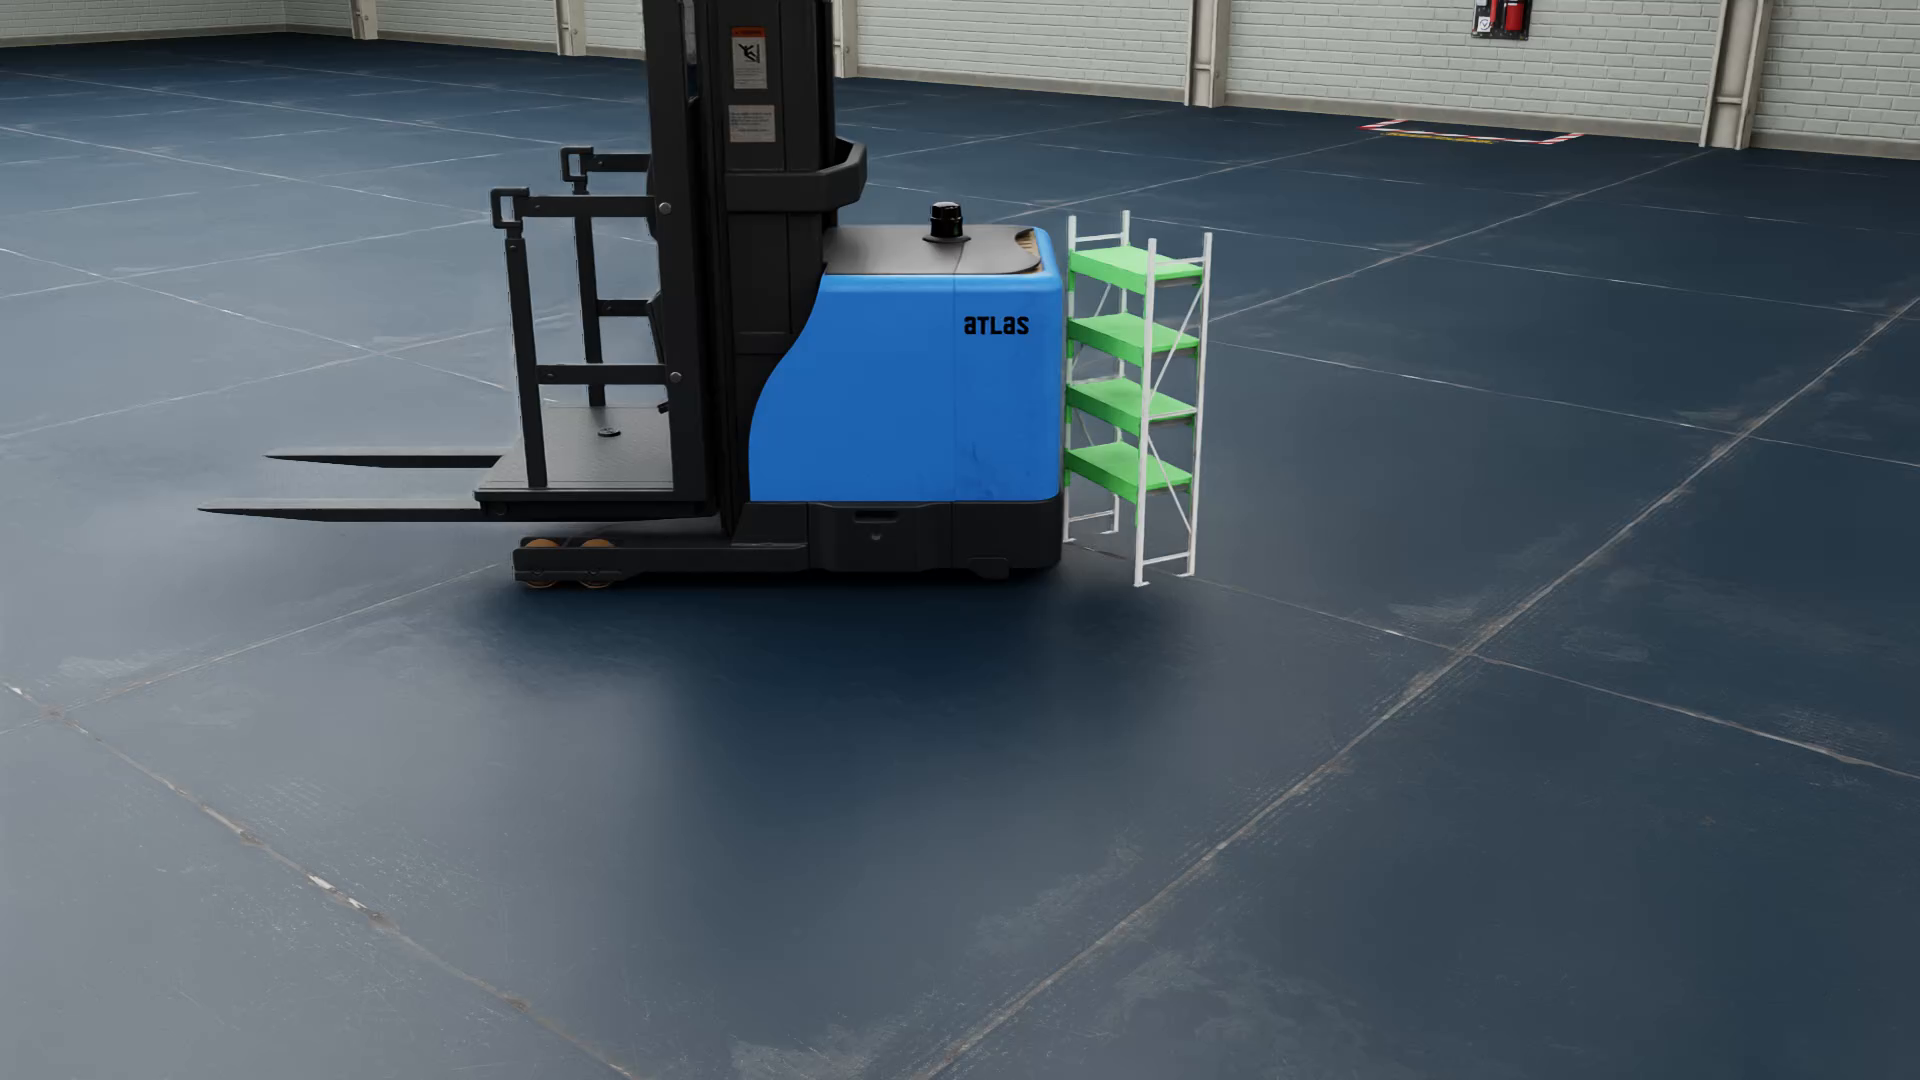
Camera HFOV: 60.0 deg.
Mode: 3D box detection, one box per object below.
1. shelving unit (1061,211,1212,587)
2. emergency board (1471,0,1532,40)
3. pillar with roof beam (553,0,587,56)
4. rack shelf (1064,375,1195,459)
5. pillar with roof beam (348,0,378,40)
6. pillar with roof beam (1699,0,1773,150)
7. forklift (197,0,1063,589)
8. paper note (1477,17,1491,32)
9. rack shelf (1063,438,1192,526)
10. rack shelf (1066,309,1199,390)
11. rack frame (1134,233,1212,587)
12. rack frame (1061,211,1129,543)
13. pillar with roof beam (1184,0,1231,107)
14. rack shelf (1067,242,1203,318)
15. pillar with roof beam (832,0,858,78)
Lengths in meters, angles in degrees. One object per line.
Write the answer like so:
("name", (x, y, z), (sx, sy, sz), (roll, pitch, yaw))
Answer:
("shelving unit", (0.598, -0.496, 5.782), (0.258, 1.200, 0.503), (-11, 23, -26))
("emergency board", (5.718, -5.884, 17.519), (0.643, 1.169, 0.194), (16, 26, 36))
("pillar with roof beam", (-9.059, -10.968, 22.500), (0.400, 9.000, 9.100), (16, 26, 36))
("rack shelf", (0.598, -0.436, 5.804), (0.258, 0.148, 0.480), (-11, 23, -26))
("pillar with roof beam", (-13.707, -12.307, 26.049), (0.400, 9.000, 9.100), (16, 26, 36))
("pillar with roof beam", (4.886, -6.952, 11.850), (0.400, 9.000, 9.100), (16, 26, 36))
("forklift", (-1.163, -1.391, 5.703), (3.031, 2.935, 1.130), (0, 21, 0))
("paper note", (5.624, -5.530, 17.829), (0.142, 0.148, 0.016), (16, 26, 36))
("rack shelf", (0.598, -0.211, 5.889), (0.258, 0.148, 0.480), (-11, 23, -26))
("rack shelf", (0.598, -0.660, 5.720), (0.258, 0.148, 0.480), (-11, 23, -26))
("rack frame", (0.712, -0.419, 5.580), (0.240, 1.200, 0.015), (-11, 23, -26))
("rack frame", (0.484, -0.572, 5.984), (0.240, 1.200, 0.015), (-11, 23, -26))
("pillar with roof beam", (0.238, -8.291, 15.400), (0.400, 9.000, 9.100), (16, 26, 36))
("rack shelf", (0.598, -0.885, 5.635), (0.258, 0.148, 0.480), (-11, 23, -26))
("pillar with roof beam", (-4.411, -9.629, 18.950), (0.400, 9.000, 9.100), (16, 26, 36))
